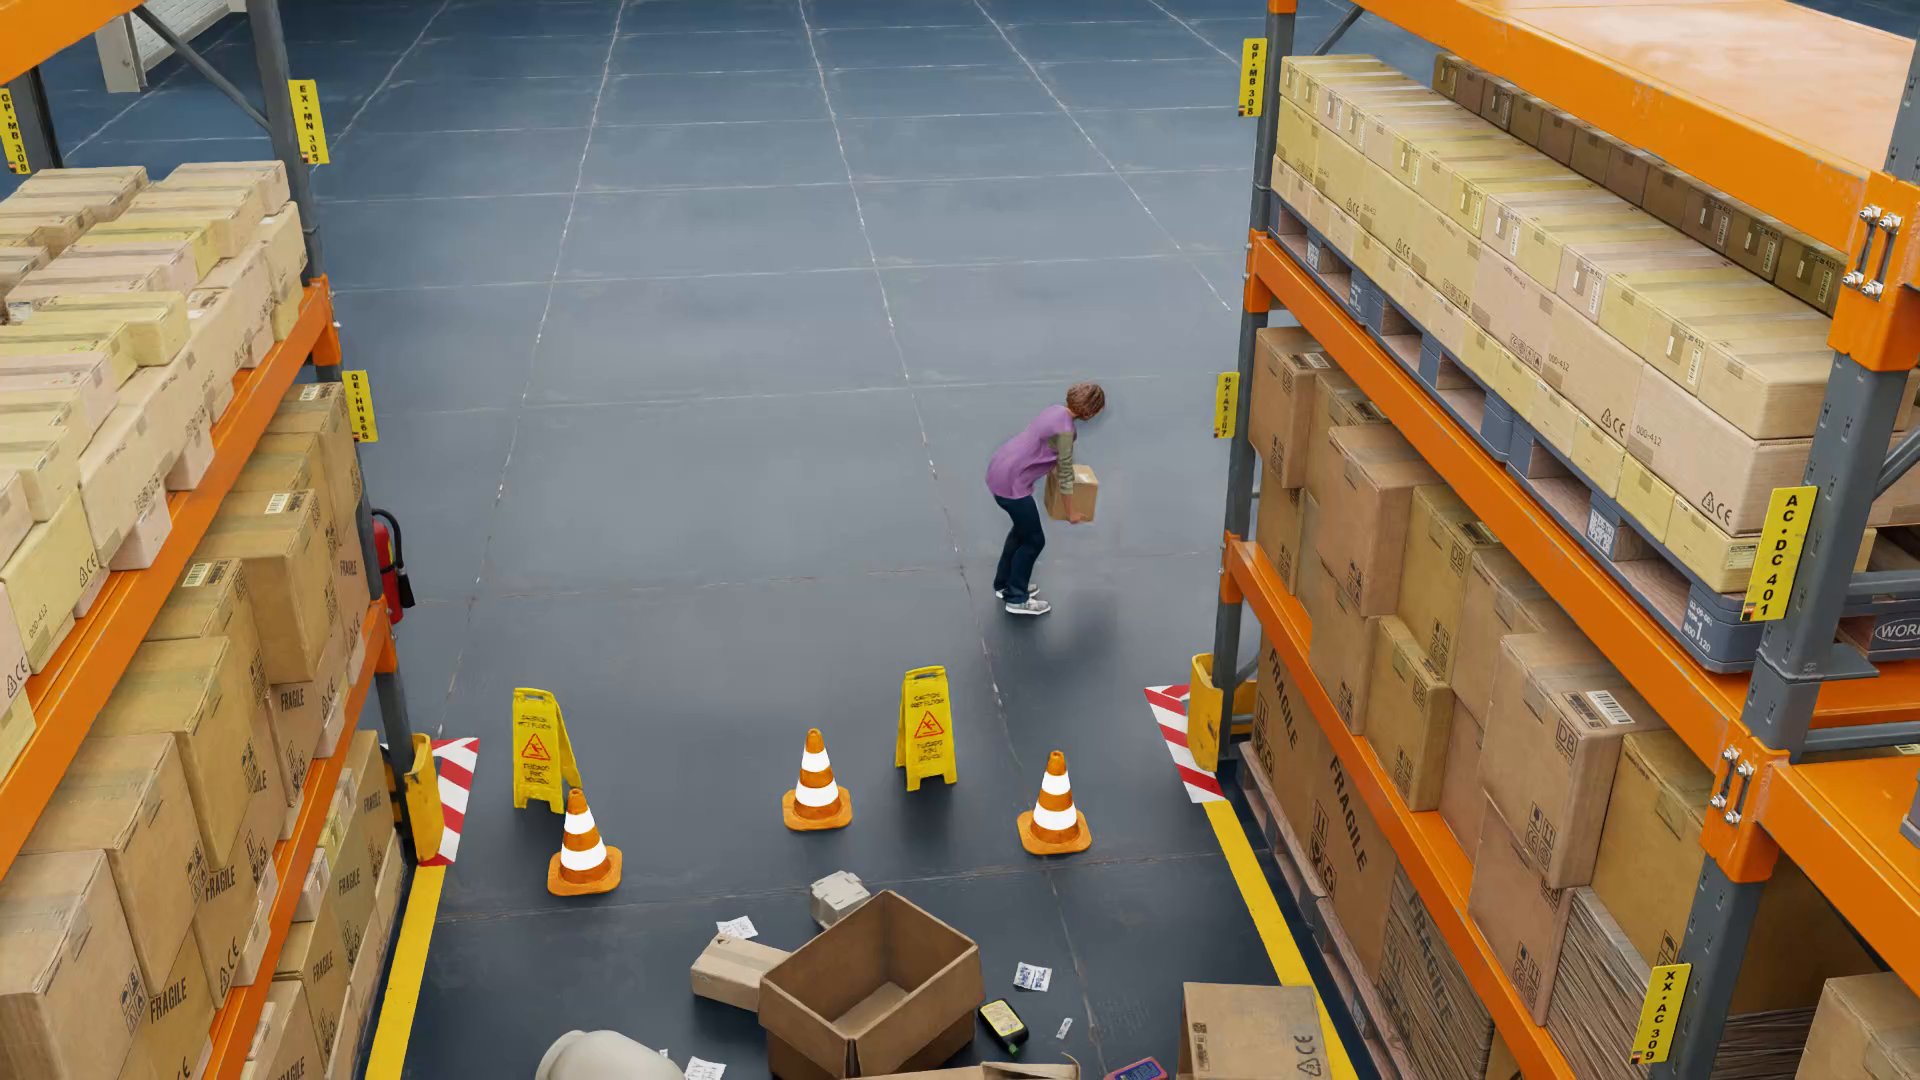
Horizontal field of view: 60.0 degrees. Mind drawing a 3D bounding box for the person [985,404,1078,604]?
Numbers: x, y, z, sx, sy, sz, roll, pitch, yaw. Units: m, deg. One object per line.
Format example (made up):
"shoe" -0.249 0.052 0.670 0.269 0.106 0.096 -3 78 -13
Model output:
"person" 0.405 -0.213 9.769 0.510 1.211 0.371 -4 28 -8
